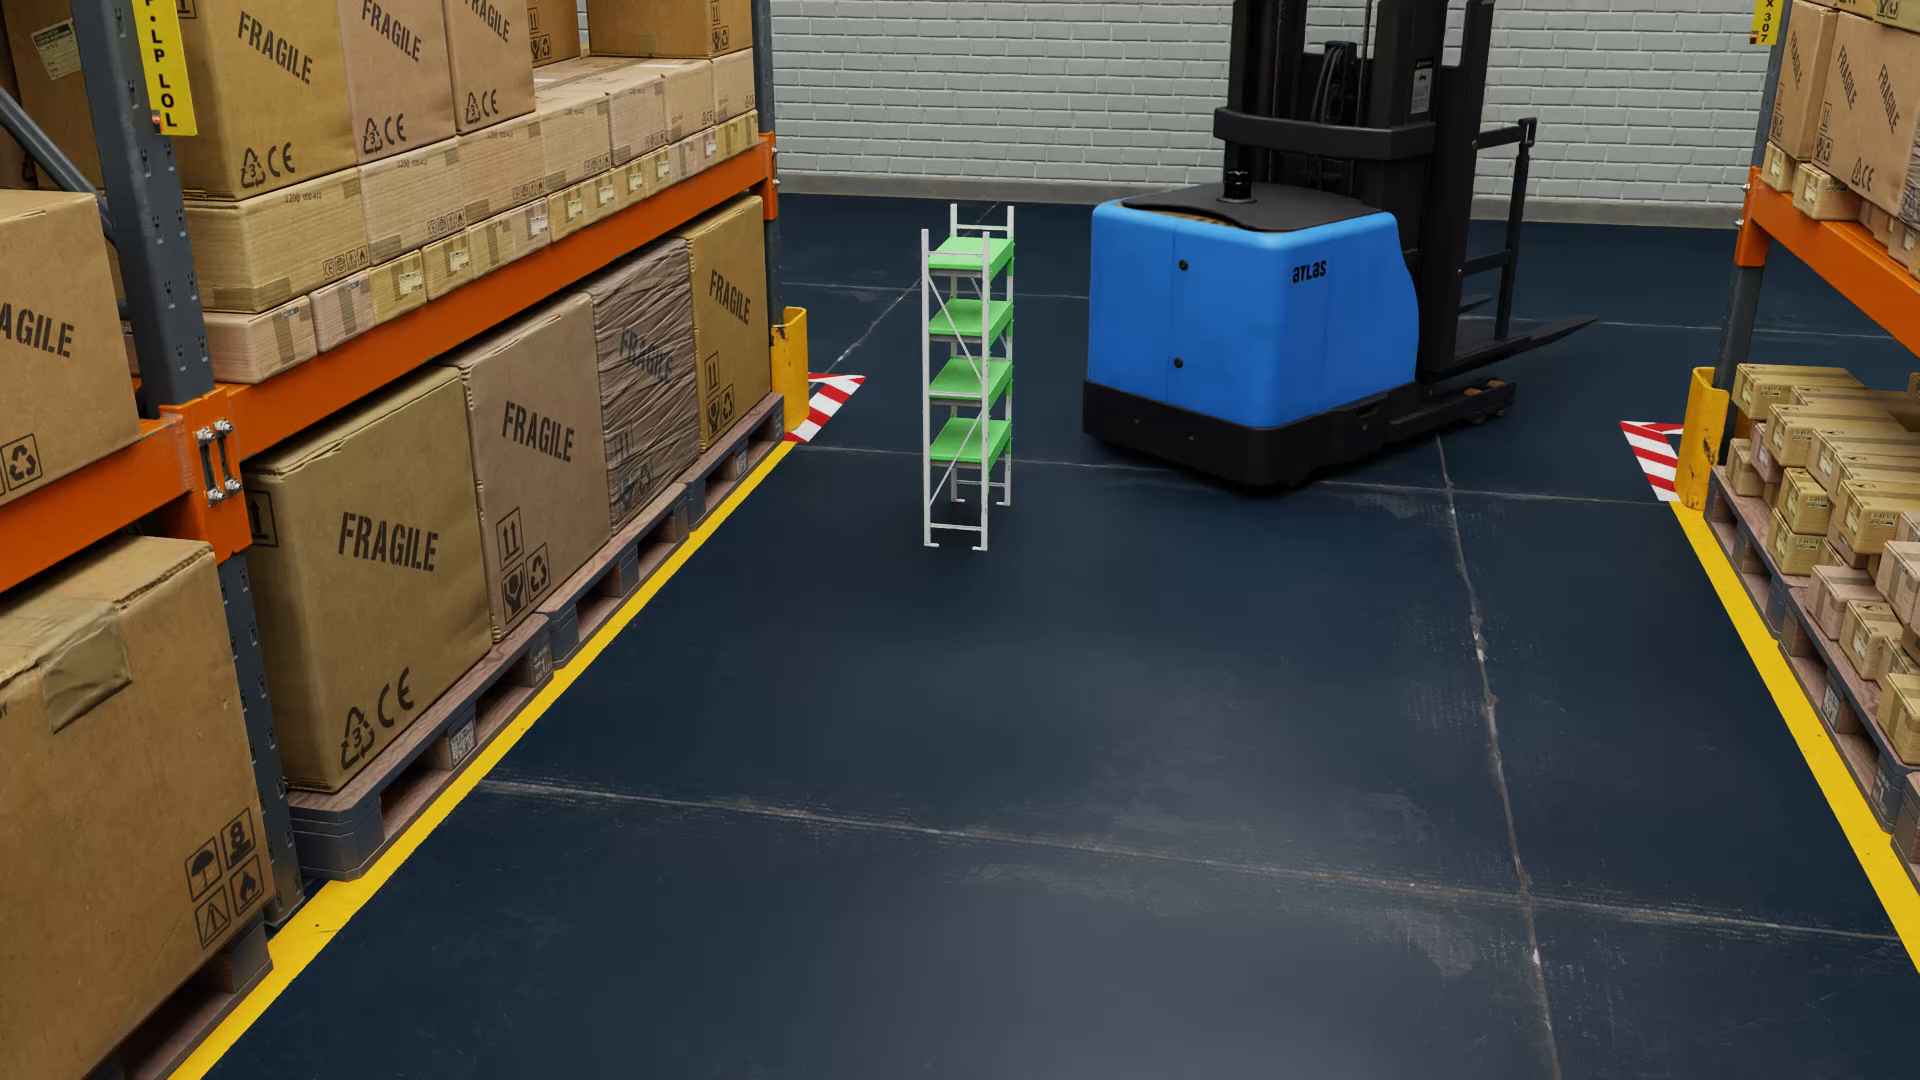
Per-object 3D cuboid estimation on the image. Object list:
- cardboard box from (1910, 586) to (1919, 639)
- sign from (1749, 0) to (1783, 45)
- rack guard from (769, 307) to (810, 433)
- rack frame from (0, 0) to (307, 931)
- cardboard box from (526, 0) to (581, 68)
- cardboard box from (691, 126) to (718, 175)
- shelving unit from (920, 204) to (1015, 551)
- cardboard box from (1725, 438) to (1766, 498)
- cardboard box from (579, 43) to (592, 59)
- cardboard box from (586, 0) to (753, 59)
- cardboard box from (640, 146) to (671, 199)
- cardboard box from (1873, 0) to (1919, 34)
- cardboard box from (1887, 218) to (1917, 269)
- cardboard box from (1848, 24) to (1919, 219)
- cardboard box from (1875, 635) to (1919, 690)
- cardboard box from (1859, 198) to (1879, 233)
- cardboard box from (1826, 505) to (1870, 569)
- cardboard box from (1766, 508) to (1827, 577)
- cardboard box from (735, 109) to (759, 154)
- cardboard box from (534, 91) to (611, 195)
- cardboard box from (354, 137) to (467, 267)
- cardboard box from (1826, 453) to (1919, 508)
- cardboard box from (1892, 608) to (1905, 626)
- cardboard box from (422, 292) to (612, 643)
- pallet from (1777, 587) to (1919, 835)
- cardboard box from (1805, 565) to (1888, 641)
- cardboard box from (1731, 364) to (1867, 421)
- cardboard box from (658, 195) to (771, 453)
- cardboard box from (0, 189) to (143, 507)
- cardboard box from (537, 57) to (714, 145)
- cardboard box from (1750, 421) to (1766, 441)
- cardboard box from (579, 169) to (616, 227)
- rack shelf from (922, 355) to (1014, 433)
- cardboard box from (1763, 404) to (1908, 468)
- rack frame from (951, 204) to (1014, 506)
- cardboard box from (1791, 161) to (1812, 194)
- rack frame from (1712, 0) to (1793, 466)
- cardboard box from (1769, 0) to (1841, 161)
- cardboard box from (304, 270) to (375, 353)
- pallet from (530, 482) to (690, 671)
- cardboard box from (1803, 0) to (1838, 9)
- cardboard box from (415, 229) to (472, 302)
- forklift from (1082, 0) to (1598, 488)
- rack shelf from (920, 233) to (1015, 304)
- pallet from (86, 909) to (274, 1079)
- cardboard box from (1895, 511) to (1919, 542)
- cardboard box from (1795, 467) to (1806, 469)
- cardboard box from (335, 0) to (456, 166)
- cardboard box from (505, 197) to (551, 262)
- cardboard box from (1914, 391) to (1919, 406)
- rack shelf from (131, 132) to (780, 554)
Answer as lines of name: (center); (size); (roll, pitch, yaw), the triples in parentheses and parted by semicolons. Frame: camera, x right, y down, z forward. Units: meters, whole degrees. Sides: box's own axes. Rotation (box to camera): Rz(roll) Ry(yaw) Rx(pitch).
cardboard box: (2.681, 0.225, 4.237); (0.380, 0.149, 0.250); (3, 22, 8)
sign: (2.997, -1.999, 6.144); (0.100, 0.325, 0.005); (4, 22, 11)
rack guard: (-1.302, -0.821, 7.722); (1.175, 0.500, 0.348); (4, 22, 11)
rack frame: (-2.123, -0.509, 3.601); (1.000, 3.000, 0.127); (4, 22, 11)
cardboard box: (-1.771, -2.050, 6.227); (0.500, 0.500, 0.500); (4, 22, 10)
cardboard box: (-1.161, -1.512, 6.430); (0.380, 0.149, 0.250); (5, 22, 11)
shelving unit: (0.034, -0.617, 6.280); (0.258, 1.200, 0.503); (4, 22, 11)
cardboard box: (3.108, -0.262, 6.242); (0.380, 0.149, 0.250); (5, 22, 12)
cardboard box: (-1.669, -1.885, 6.821); (0.500, 0.250, 0.500); (4, 22, 9)
cardboard box: (-1.149, -2.190, 6.574); (0.500, 0.500, 0.500); (5, 22, 12)
cardboard box: (-1.264, -1.326, 5.967); (0.380, 0.149, 0.250); (4, 22, 10)
cardboard box: (2.952, -1.687, 4.657); (0.500, 0.500, 0.500); (4, 22, 10)
cardboard box: (2.947, -0.865, 4.823); (0.380, 0.149, 0.250); (4, 22, 10)
cardboard box: (2.970, -1.222, 4.840); (0.500, 0.500, 0.500); (5, 22, 12)
cardboard box: (2.789, 0.396, 4.609); (0.380, 0.149, 0.250); (5, 22, 12)
cardboard box: (3.104, -1.051, 5.283); (0.380, 0.149, 0.250); (6, 23, 13)
cardboard box: (2.976, -0.013, 5.226); (0.380, 0.149, 0.250); (3, 22, 8)
cardboard box: (2.931, 0.017, 5.551); (0.380, 0.149, 0.250); (5, 22, 12)
cardboard box: (-1.057, -1.700, 6.895); (0.380, 0.149, 0.250); (5, 22, 12)
cardboard box: (-1.456, -1.280, 5.319); (0.500, 0.250, 0.500); (4, 22, 11)
cardboard box: (-1.664, -0.910, 4.402); (0.500, 0.250, 0.500); (4, 22, 11)
cardboard box: (2.938, -0.149, 5.166); (0.380, 0.149, 0.250); (5, 23, 13)
cardboard box: (2.896, 0.188, 4.728); (0.380, 0.149, 0.250); (6, 23, 13)
cardboard box: (-1.726, -0.282, 5.321); (0.875, 0.875, 0.875); (4, 22, 11)
pallet: (3.061, 0.504, 4.819); (1.003, 0.211, 1.213); (4, 22, 11)
cardboard box: (2.837, 0.202, 5.091); (0.380, 0.149, 0.250); (3, 22, 8)
cardboard box: (3.089, -0.539, 6.135); (0.380, 0.149, 0.250); (3, 22, 8)
cardboard box: (-1.359, -0.941, 6.956); (0.875, 0.875, 0.875); (4, 22, 11)
cardboard box: (-1.951, -0.363, 3.106); (0.500, 0.500, 0.500); (5, 22, 11)
cardboard box: (-1.250, -1.657, 6.255); (0.500, 0.250, 0.500); (4, 22, 10)
cardboard box: (3.170, -0.395, 6.174); (0.380, 0.149, 0.250); (5, 23, 13)
cardboard box: (-1.369, -1.141, 5.507); (0.380, 0.149, 0.250); (5, 22, 12)
rack shelf: (0.034, -0.558, 6.304); (0.258, 0.148, 0.480); (4, 22, 11)
cardboard box: (2.974, -0.347, 5.657); (0.380, 0.149, 0.250); (4, 22, 11)
rack frame: (0.084, -0.706, 6.501); (0.240, 1.200, 0.015); (4, 22, 11)
cardboard box: (3.130, -1.250, 5.779); (0.380, 0.149, 0.250); (5, 23, 13)
rack frame: (3.528, -1.556, 6.203); (1.000, 3.000, 0.127); (4, 22, 11)
cardboard box: (3.166, -1.598, 5.773); (0.500, 0.500, 0.500); (6, 23, 13)
cardboard box: (-1.683, -0.571, 4.092); (0.380, 0.149, 0.250); (4, 22, 9)
pallet: (-1.644, 0.065, 5.909); (1.003, 0.211, 1.213); (4, 22, 11)
cardboard box: (3.177, -2.061, 5.585); (0.500, 0.500, 0.500); (4, 22, 11)
cardboard box: (-1.578, -0.764, 4.571); (0.380, 0.149, 0.250); (4, 22, 9)
forklift: (1.970, -2.020, 7.446); (3.031, 2.935, 1.130); (-19, 29, -39)
rack shelf: (0.034, -1.003, 6.124); (0.258, 0.148, 0.480); (4, 22, 11)
pallet: (-2.206, 1.073, 3.407); (1.003, 0.211, 1.213); (4, 22, 11)
cardboard box: (2.882, 0.043, 4.689); (0.380, 0.149, 0.250); (5, 22, 11)
cardboard box: (3.096, -0.203, 5.697); (0.380, 0.149, 0.250); (5, 22, 12)
cardboard box: (-1.667, -1.260, 4.266); (0.500, 0.500, 0.500); (4, 22, 11)
cardboard box: (-1.473, -0.949, 5.031); (0.380, 0.149, 0.250); (5, 22, 12)
cardboard box: (3.561, -0.404, 5.800); (0.380, 0.149, 0.250); (5, 22, 12)
rack shelf: (-1.715, -0.906, 5.552); (1.077, 0.370, 4.000); (4, 22, 11)
